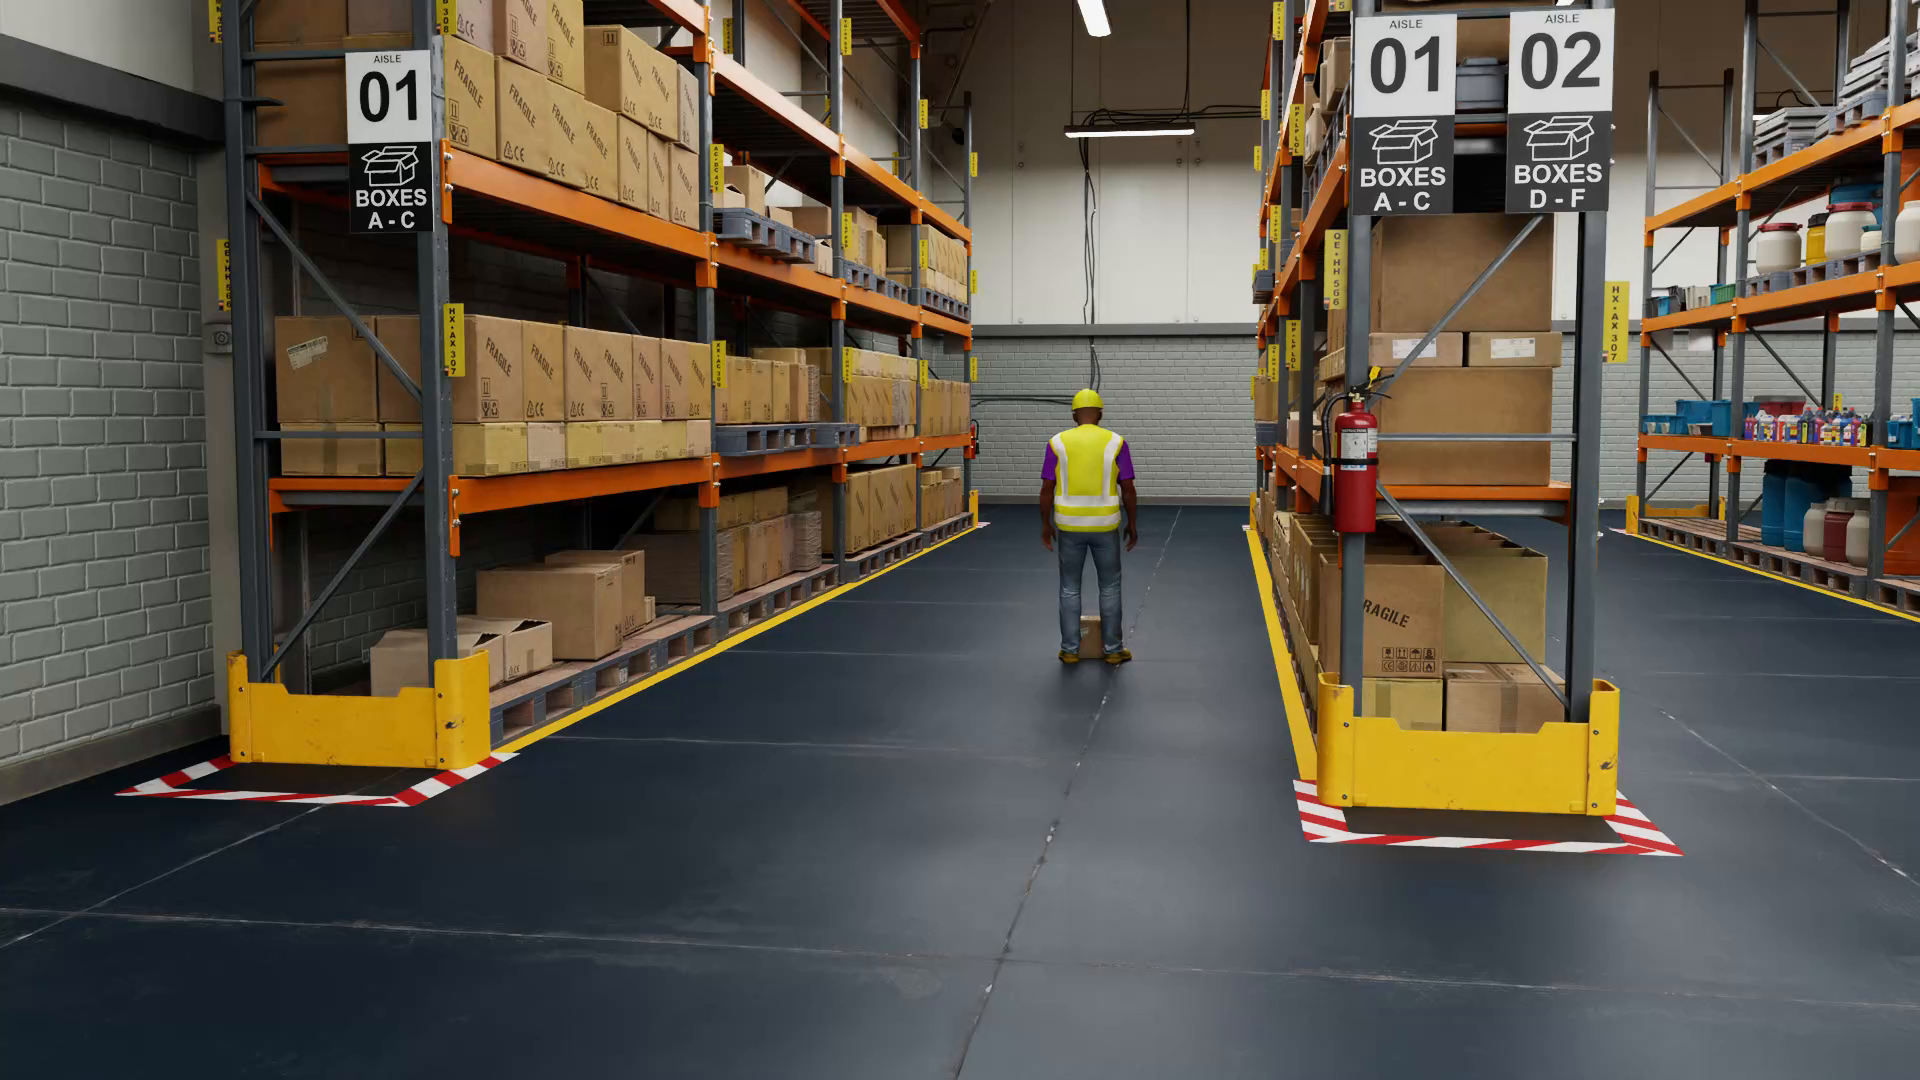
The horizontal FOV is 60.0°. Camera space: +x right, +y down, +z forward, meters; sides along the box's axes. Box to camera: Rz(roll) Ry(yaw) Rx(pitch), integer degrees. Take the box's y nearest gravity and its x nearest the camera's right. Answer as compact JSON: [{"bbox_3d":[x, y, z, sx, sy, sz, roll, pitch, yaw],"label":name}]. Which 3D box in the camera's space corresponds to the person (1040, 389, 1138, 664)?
[{"bbox_3d":[0.832,-0.094,10.732,0.627,1.761,0.456,1,4,9],"label":"person"}]
